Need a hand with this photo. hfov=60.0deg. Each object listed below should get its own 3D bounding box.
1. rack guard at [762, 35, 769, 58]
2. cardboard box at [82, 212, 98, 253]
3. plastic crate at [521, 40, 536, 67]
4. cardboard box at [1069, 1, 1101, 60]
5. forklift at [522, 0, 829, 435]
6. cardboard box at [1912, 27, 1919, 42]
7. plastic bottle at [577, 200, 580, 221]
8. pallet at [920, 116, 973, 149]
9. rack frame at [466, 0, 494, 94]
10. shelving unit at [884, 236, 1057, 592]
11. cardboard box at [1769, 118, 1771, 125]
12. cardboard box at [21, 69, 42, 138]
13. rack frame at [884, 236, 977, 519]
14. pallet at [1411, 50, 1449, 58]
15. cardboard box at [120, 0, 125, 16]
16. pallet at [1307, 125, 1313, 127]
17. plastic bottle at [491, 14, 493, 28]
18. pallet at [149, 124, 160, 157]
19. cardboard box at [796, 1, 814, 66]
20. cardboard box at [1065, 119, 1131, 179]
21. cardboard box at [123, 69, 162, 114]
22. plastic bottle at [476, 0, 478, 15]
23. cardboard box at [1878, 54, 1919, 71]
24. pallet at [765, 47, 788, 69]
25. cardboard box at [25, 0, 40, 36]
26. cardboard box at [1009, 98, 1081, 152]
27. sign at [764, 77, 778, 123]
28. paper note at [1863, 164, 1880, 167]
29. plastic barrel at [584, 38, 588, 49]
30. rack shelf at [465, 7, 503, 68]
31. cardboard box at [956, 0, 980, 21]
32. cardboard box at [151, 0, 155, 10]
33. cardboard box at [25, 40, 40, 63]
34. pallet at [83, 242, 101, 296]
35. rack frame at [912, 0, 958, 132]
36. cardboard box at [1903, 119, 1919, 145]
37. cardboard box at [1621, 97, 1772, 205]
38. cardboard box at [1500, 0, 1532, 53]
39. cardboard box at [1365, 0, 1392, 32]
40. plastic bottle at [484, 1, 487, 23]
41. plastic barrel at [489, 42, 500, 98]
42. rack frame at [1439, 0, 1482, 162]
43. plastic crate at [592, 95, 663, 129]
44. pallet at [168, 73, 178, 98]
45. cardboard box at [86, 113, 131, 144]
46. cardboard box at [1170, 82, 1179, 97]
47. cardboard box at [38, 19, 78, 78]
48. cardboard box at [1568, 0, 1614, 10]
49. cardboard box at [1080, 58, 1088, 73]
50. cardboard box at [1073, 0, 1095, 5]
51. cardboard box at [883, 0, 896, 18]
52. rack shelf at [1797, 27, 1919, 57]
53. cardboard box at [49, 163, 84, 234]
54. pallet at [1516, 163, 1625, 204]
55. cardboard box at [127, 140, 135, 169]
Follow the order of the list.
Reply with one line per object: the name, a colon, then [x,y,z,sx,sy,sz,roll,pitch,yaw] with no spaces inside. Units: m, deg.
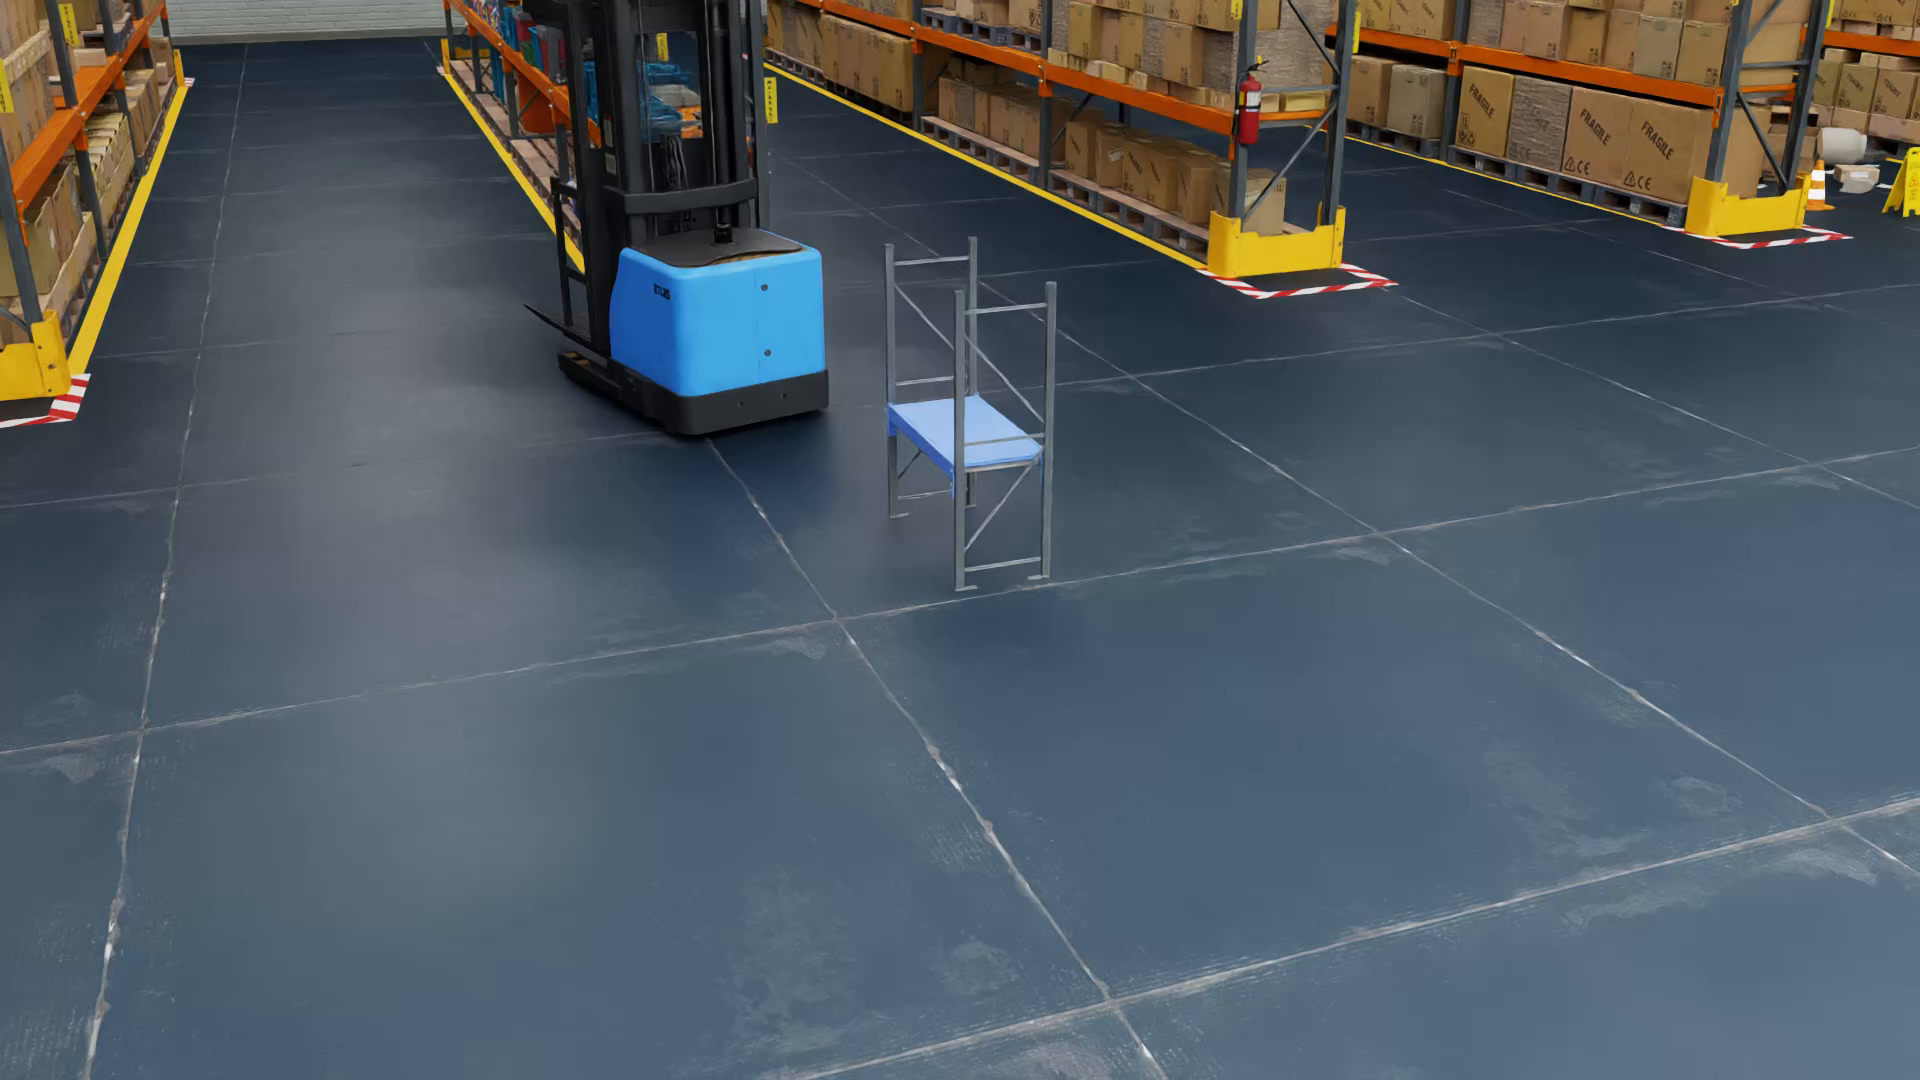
rack guard: [-2.931,-8.363,27.949,1.175,0.500,0.348,-8,24,-19]
cardboard box: [-7.584,-2.576,14.000,0.500,0.250,0.500,-8,24,-19]
plastic crate: [-4.197,-4.963,16.936,0.450,0.188,0.662,-8,24,-19]
cardboard box: [1.561,-4.971,16.170,0.875,0.500,0.500,-8,24,-19]
forklift: [-2.096,-2.502,10.912,1.130,2.935,3.031,-15,27,-32]
cardboard box: [10.957,-5.678,18.683,0.380,0.149,0.250,-8,24,-19]
plastic bottle: [-3.354,-3.030,14.921,0.144,0.351,0.185,-9,25,-21]
pallet: [0.178,-5.030,20.413,1.003,0.211,1.213,-8,24,-19]
rack frame: [-6.143,-7.373,22.382,1.000,3.000,0.127,-8,24,-19]
shelving unit: [0.030,-0.660,8.385,0.538,1.500,1.048,-8,24,-19]
cardboard box: [8.673,-4.594,18.827,0.797,0.637,0.503,-8,24,-19]
cardboard box: [-7.424,-3.300,12.590,0.700,0.500,0.500,-8,24,-18]
rack frame: [-0.149,-0.845,8.823,0.500,1.500,0.032,-8,24,-19]
pallet: [8.104,-7.858,27.121,1.003,0.211,1.213,-8,24,-19]
cardboard box: [-10.097,-6.301,19.169,0.700,0.500,0.500,-15,27,-32]
pallet: [4.787,-5.662,21.911,1.003,0.211,1.213,-8,24,-19]
plastic bottle: [-5.584,-6.257,19.990,0.097,0.201,0.097,0,23,0]
pallet: [-10.021,-4.676,19.572,1.003,0.211,1.213,-8,24,-19]
cardboard box: [-1.986,-7.845,25.696,0.875,0.875,0.875,-8,24,-19]
cardboard box: [1.420,-4.037,17.144,0.500,0.500,0.500,-9,25,-21]
cardboard box: [-10.336,-5.606,20.841,0.500,0.500,0.500,-8,24,-19]
plastic bottle: [-6.192,-6.915,21.460,0.097,0.271,0.097,0,23,0]
cardboard box: [10.812,-5.488,19.107,0.380,0.149,0.250,-7,24,-16]
pallet: [-2.567,-7.942,27.320,1.003,0.211,1.213,-8,24,-19]
cardboard box: [-7.790,-4.272,13.224,0.700,0.500,0.500,-8,24,-19]
cardboard box: [0.969,-4.599,18.451,0.700,0.500,0.500,-8,24,-19]
sign: [-1.388,-3.215,12.159,0.100,0.325,0.005,-8,24,-19]
paper note: [10.264,-4.223,18.730,0.142,0.019,0.148,-18,29,-37]
plastic barrel: [-3.641,-4.905,16.703,0.301,0.262,0.301,0,23,0]
rack shelf: [-5.437,-6.315,20.798,1.077,0.370,4.000,-8,24,-19]
cardboard box: [0.280,-6.083,18.974,0.500,0.250,0.500,-9,24,-20]
cardboard box: [-11.062,-7.331,22.154,0.500,0.500,0.500,-8,24,-19]
cardboard box: [-7.382,-3.784,12.901,0.380,0.149,0.250,-8,24,-19]
pallet: [-7.711,-2.209,13.718,1.003,0.211,1.213,-8,24,-19]
rack frame: [-0.097,-6.600,20.546,1.000,3.000,0.127,-8,24,-19]
cardboard box: [11.097,-4.614,18.836,0.500,0.250,0.500,-9,25,-21]
cardboard box: [7.104,-3.788,16.071,0.875,0.875,0.875,-8,24,-19]
cardboard box: [6.349,-5.530,17.815,0.875,0.550,0.550,-8,24,-19]
cardboard box: [5.201,-6.356,19.840,0.500,0.500,0.500,-8,24,-18]
plastic bottle: [-5.806,-6.580,20.564,0.144,0.351,0.185,-8,24,-19]
plastic barrel: [-5.967,-6.400,22.233,0.600,0.901,0.708,-8,24,-19]
rack frame: [5.992,-5.790,18.625,1.000,3.000,0.127,-8,24,-19]
plastic crate: [-2.585,-3.322,12.962,0.499,0.251,0.408,-8,24,-19]
pallet: [-11.882,-6.546,24.010,1.003,0.211,1.213,-8,24,-19]
cardboard box: [-8.950,-4.270,17.297,0.500,0.311,0.500,-8,24,-18]
cardboard box: [2.088,-4.016,14.741,0.380,0.149,0.250,-8,24,-19]
cardboard box: [-8.758,-4.680,15.864,0.500,0.500,0.500,-10,25,-22]
cardboard box: [6.650,-5.627,16.656,0.875,0.550,0.500,-8,24,-19]
cardboard box: [1.398,-4.642,16.225,0.380,0.149,0.250,-8,24,-19]
cardboard box: [1.415,-5.410,15.925,0.500,0.500,0.500,-8,24,-19]
cardboard box: [-0.674,-6.973,21.303,0.500,0.500,0.500,-9,24,-19]
rack shelf: [11.294,-5.448,18.739,1.077,0.370,4.000,-8,24,-19]
cardboard box: [-7.419,-2.739,13.419,0.500,0.500,0.500,-8,24,-19]
pallet: [6.622,-3.774,17.432,1.003,0.211,1.213,-8,24,-19]
cardboard box: [-8.952,-4.011,17.403,0.500,0.250,0.500,-8,24,-18]
